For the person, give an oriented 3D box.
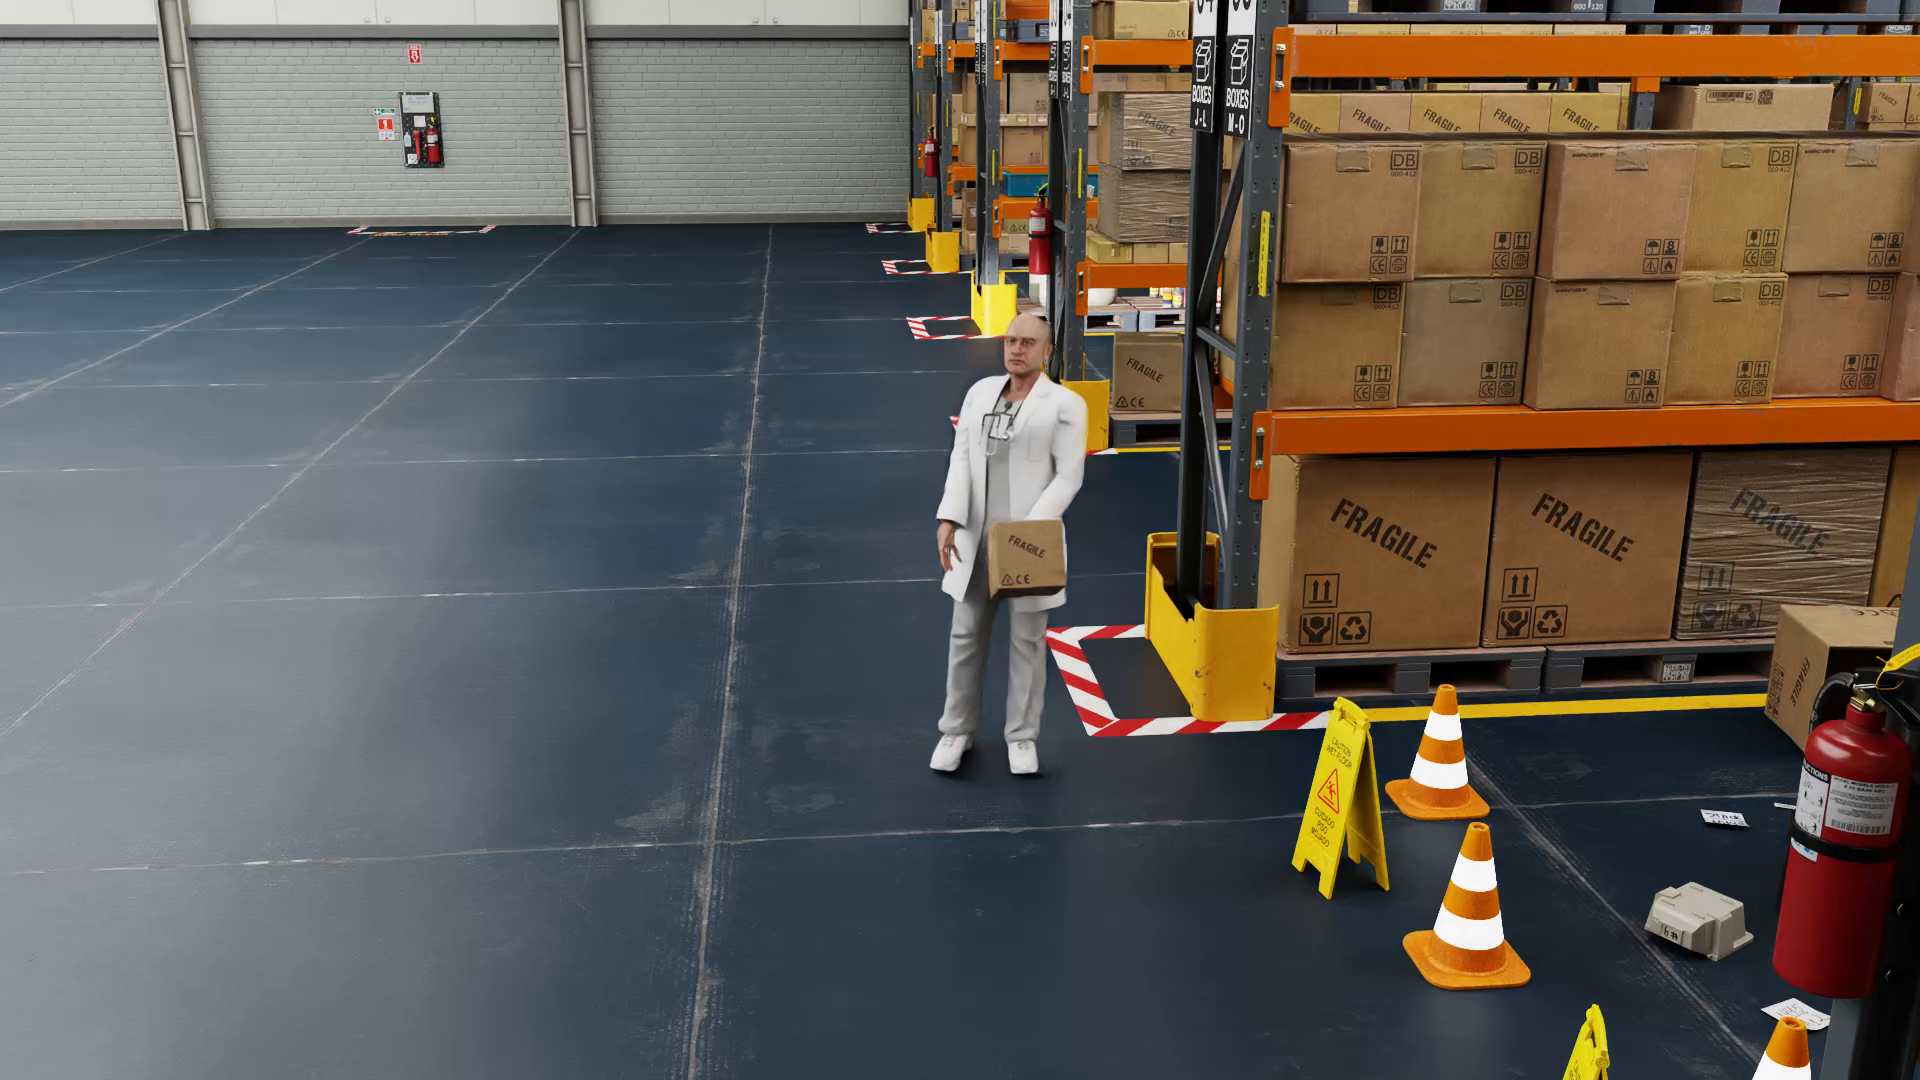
[{"bbox_3d":[0.176,0.031,6.442,0.566,1.779,0.540,8,18,26],"label":"person"}]
